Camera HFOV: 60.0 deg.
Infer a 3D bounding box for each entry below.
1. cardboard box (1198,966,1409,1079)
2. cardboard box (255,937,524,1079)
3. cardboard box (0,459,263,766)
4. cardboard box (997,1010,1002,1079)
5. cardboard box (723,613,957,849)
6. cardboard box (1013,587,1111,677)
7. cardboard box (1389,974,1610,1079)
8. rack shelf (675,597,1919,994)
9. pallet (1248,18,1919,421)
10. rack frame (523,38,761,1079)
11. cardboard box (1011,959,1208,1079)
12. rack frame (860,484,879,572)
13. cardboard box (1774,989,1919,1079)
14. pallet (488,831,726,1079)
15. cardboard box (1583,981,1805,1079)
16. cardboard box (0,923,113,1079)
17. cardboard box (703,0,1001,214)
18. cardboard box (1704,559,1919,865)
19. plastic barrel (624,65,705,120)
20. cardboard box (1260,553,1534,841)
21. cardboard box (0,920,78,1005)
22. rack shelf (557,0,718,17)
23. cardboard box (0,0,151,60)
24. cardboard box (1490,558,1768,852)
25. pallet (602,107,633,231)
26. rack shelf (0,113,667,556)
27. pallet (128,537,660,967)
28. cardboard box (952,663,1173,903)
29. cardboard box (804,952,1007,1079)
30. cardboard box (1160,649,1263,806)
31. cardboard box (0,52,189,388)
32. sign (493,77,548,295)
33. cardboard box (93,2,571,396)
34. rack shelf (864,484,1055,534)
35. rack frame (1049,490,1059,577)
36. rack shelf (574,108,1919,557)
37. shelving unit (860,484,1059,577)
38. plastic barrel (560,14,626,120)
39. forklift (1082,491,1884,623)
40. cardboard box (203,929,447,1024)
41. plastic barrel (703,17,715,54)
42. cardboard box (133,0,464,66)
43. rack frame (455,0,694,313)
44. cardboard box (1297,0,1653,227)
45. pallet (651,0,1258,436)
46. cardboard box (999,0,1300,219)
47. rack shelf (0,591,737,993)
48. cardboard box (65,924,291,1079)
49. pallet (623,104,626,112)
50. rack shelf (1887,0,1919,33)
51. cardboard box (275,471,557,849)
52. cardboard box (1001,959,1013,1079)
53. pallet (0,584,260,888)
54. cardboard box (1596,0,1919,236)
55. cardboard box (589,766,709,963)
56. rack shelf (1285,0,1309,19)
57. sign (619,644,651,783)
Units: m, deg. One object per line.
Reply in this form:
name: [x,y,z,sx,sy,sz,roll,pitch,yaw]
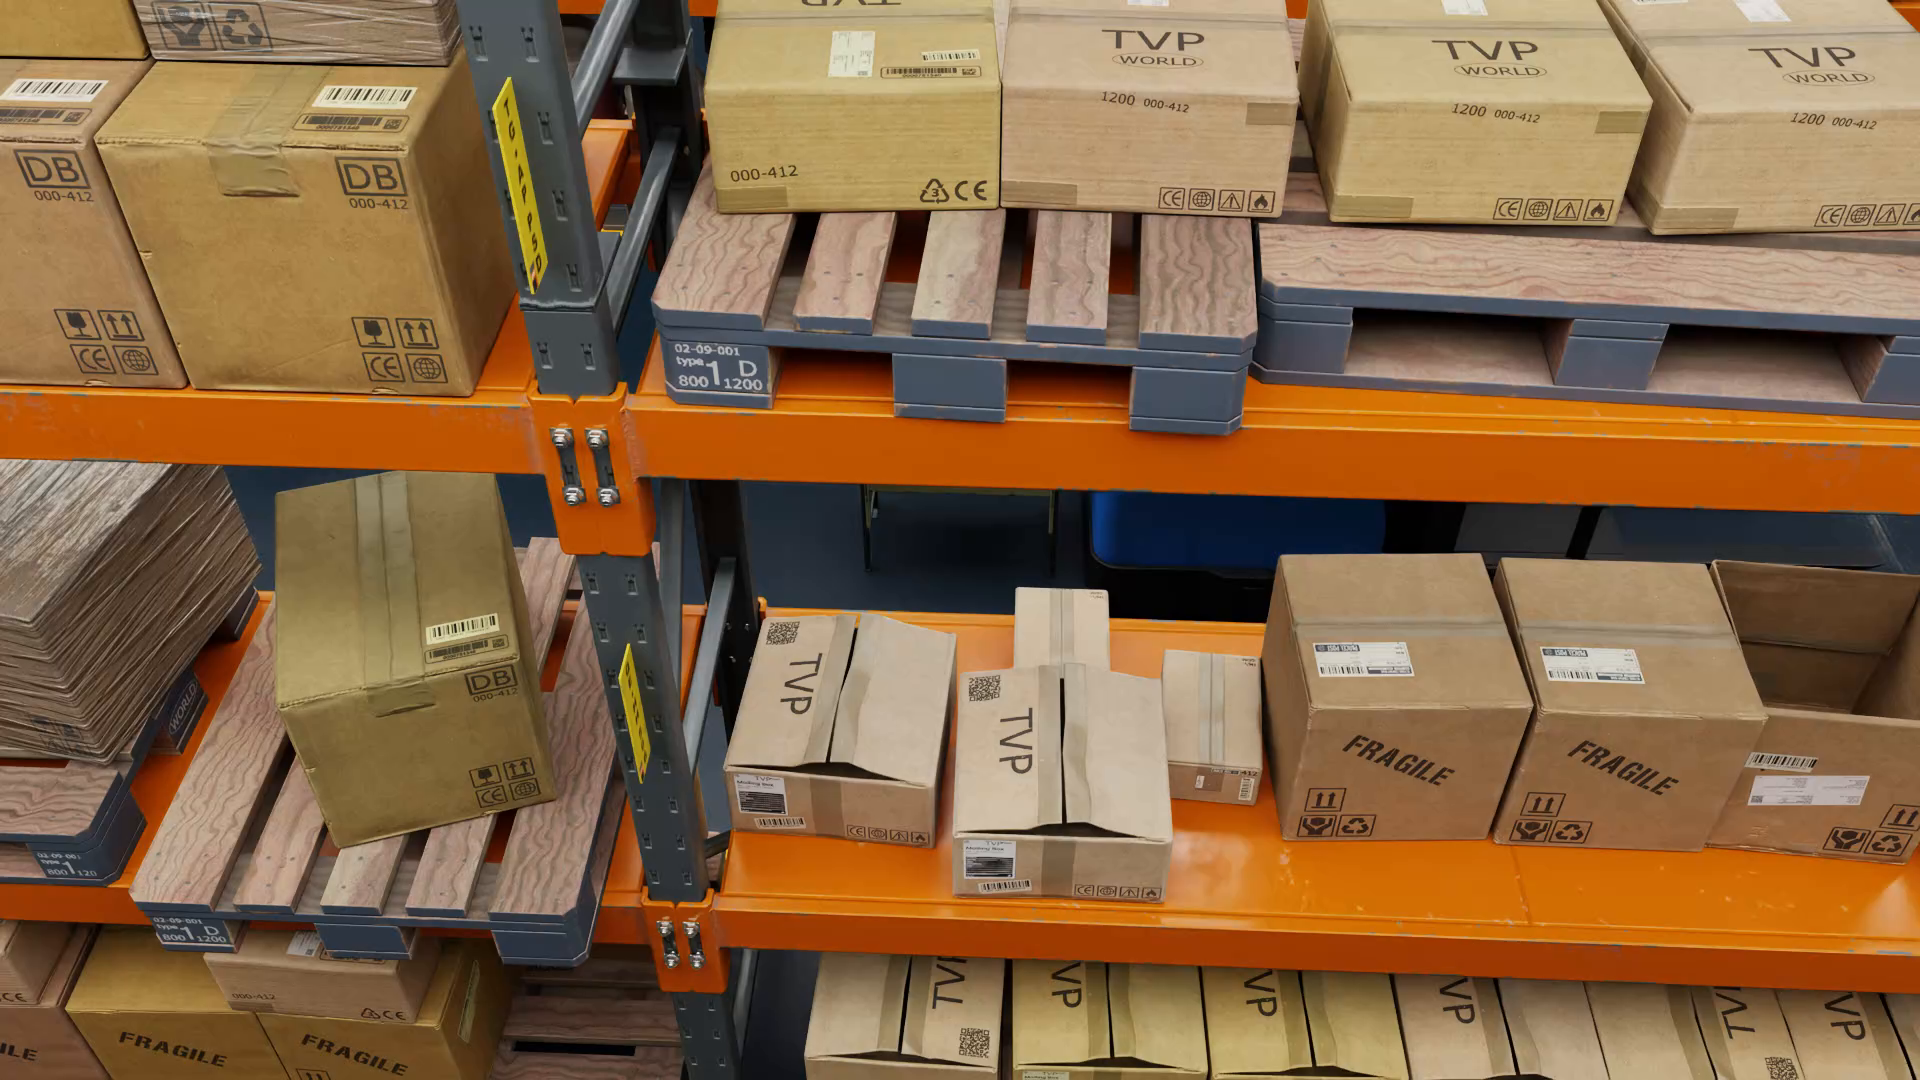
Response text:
cardboard box: [0.900,1.270,4.484,0.500,0.311,0.500,1,43,1]
cardboard box: [-1.589,1.264,4.704,0.500,0.500,0.500,3,43,4]
cardboard box: [-2.183,0.088,4.073,0.500,0.500,0.700,9,44,10]
cardboard box: [-0.134,1.448,4.705,0.500,0.250,0.500,2,43,2]
cardboard box: [-0.283,0.453,4.129,0.500,0.311,0.500,4,43,5]
cardboard box: [0.267,0.310,4.400,0.250,0.149,0.380,2,43,2]
cardboard box: [1.414,1.285,4.467,0.500,0.311,0.500,1,43,1]
rack shelf: [1.354,0.704,4.322,4.000,0.370,1.077,2,43,2]
pallet: [1.155,-0.657,3.193,1.213,0.211,1.003,4,43,4]
rack frame: [-0.644,0.379,4.143,0.127,3.000,1.000,2,43,2]
cardboard box: [0.391,1.253,4.502,0.500,0.311,0.500,1,43,1]
rack frame: [-0.359,-0.560,6.251,0.023,1.500,0.400,2,43,2]
cardboard box: [2.414,1.320,4.430,0.500,0.311,0.500,3,43,3]
pallet: [-1.388,1.351,5.145,1.213,0.211,1.003,2,43,2]
cardboard box: [1.916,1.303,4.448,0.500,0.311,0.500,2,43,2]
cardboard box: [-2.630,1.236,4.734,0.500,0.500,0.500,0,43,0]
cardboard box: [-0.188,-0.842,3.054,0.500,0.250,0.500,-1,43,-1]
cardboard box: [2.059,0.414,4.031,0.500,0.500,0.500,5,43,5]
plastic barrel: [-1.475,-2.197,8.425,0.421,0.512,0.421,0,43,0]
cardboard box: [1.033,0.383,4.065,0.500,0.500,0.500,0,43,0]
cardboard box: [-2.668,0.962,4.478,0.500,0.250,0.500,1,43,1]
rack shelf: [-2.415,-2.792,8.074,4.000,0.370,1.077,2,43,2]
cardboard box: [-1.589,-1.154,2.781,0.500,0.500,0.500,2,43,2]
cardboard box: [1.559,0.399,4.048,0.500,0.500,0.500,2,43,2]
pallet: [-1.207,-1.969,8.709,1.213,0.211,1.003,2,43,2]
rack shelf: [-2.642,-0.517,3.431,4.000,0.370,1.077,2,43,2]
pallet: [-1.324,0.476,4.179,1.003,0.211,1.213,2,43,2]
cardboard box: [0.241,0.571,4.002,0.500,0.311,0.500,1,43,1]
cardboard box: [-0.134,1.242,4.514,0.500,0.311,0.500,3,43,3]
cardboard box: [0.632,0.472,4.227,0.250,0.149,0.380,5,43,5]
cardboard box: [-1.591,-0.761,3.093,0.500,0.500,0.910,2,43,2]
sign: [-0.671,-0.538,2.547,0.005,0.325,0.100,2,43,2]
cardboard box: [-1.081,-0.746,3.076,0.500,0.500,0.910,2,43,2]
rack shelf: [0.007,-0.310,6.461,0.720,0.370,0.431,2,43,2]
rack frame: [0.372,-0.537,6.226,0.023,1.500,0.400,2,43,2]
rack shelf: [1.354,-0.394,3.299,4.000,0.370,1.077,2,43,2]
shelving unit: [0.007,-0.549,6.239,0.755,1.500,0.431,2,43,2]
plastic barrel: [-2.035,-2.303,8.483,0.708,0.588,0.600,2,43,2]
forklift: [2.014,-1.072,5.751,3.031,2.935,1.130,1,43,1]
cardboard box: [-1.645,0.991,4.447,0.500,0.250,0.500,3,43,4]
plastic barrel: [-0.907,-2.357,8.363,0.708,0.830,0.600,2,43,2]
cardboard box: [-1.080,-1.139,2.764,0.500,0.500,0.500,2,43,2]
rack frame: [-0.644,-1.816,2.098,0.127,3.000,1.000,2,43,2]
cardboard box: [0.907,-0.813,3.023,0.500,0.250,0.500,1,43,1]
pallet: [0.038,-0.689,3.227,1.003,0.211,1.213,4,43,4]
cardboard box: [0.336,-0.838,3.050,0.500,0.250,0.500,3,43,3]
rack shelf: [-2.642,0.581,4.454,4.000,0.370,1.077,2,43,2]
cardboard box: [-2.106,1.248,4.721,0.500,0.500,0.500,0,43,0]
pallet: [-2.422,-2.009,8.751,1.213,0.211,1.003,2,43,2]
rack shelf: [5.577,-2.546,7.811,4.000,0.370,1.077,2,43,2]
cardboard box: [-1.278,0.246,3.904,0.500,0.500,0.700,-12,44,-12]
cardboard box: [0.368,1.462,4.689,0.500,0.250,0.500,1,43,1]
pallet: [-2.587,0.393,4.269,1.213,0.211,1.003,2,43,2]
cardboard box: [1.445,-0.795,3.004,0.500,0.250,0.500,-2,43,-2]
cardboard box: [-1.086,0.924,5.068,0.500,0.500,0.500,3,43,4]
rack shelf: [1.581,-2.669,7.942,4.000,0.370,1.077,2,43,2]
sign: [-0.659,0.354,3.378,0.005,0.325,0.100,2,43,2]
